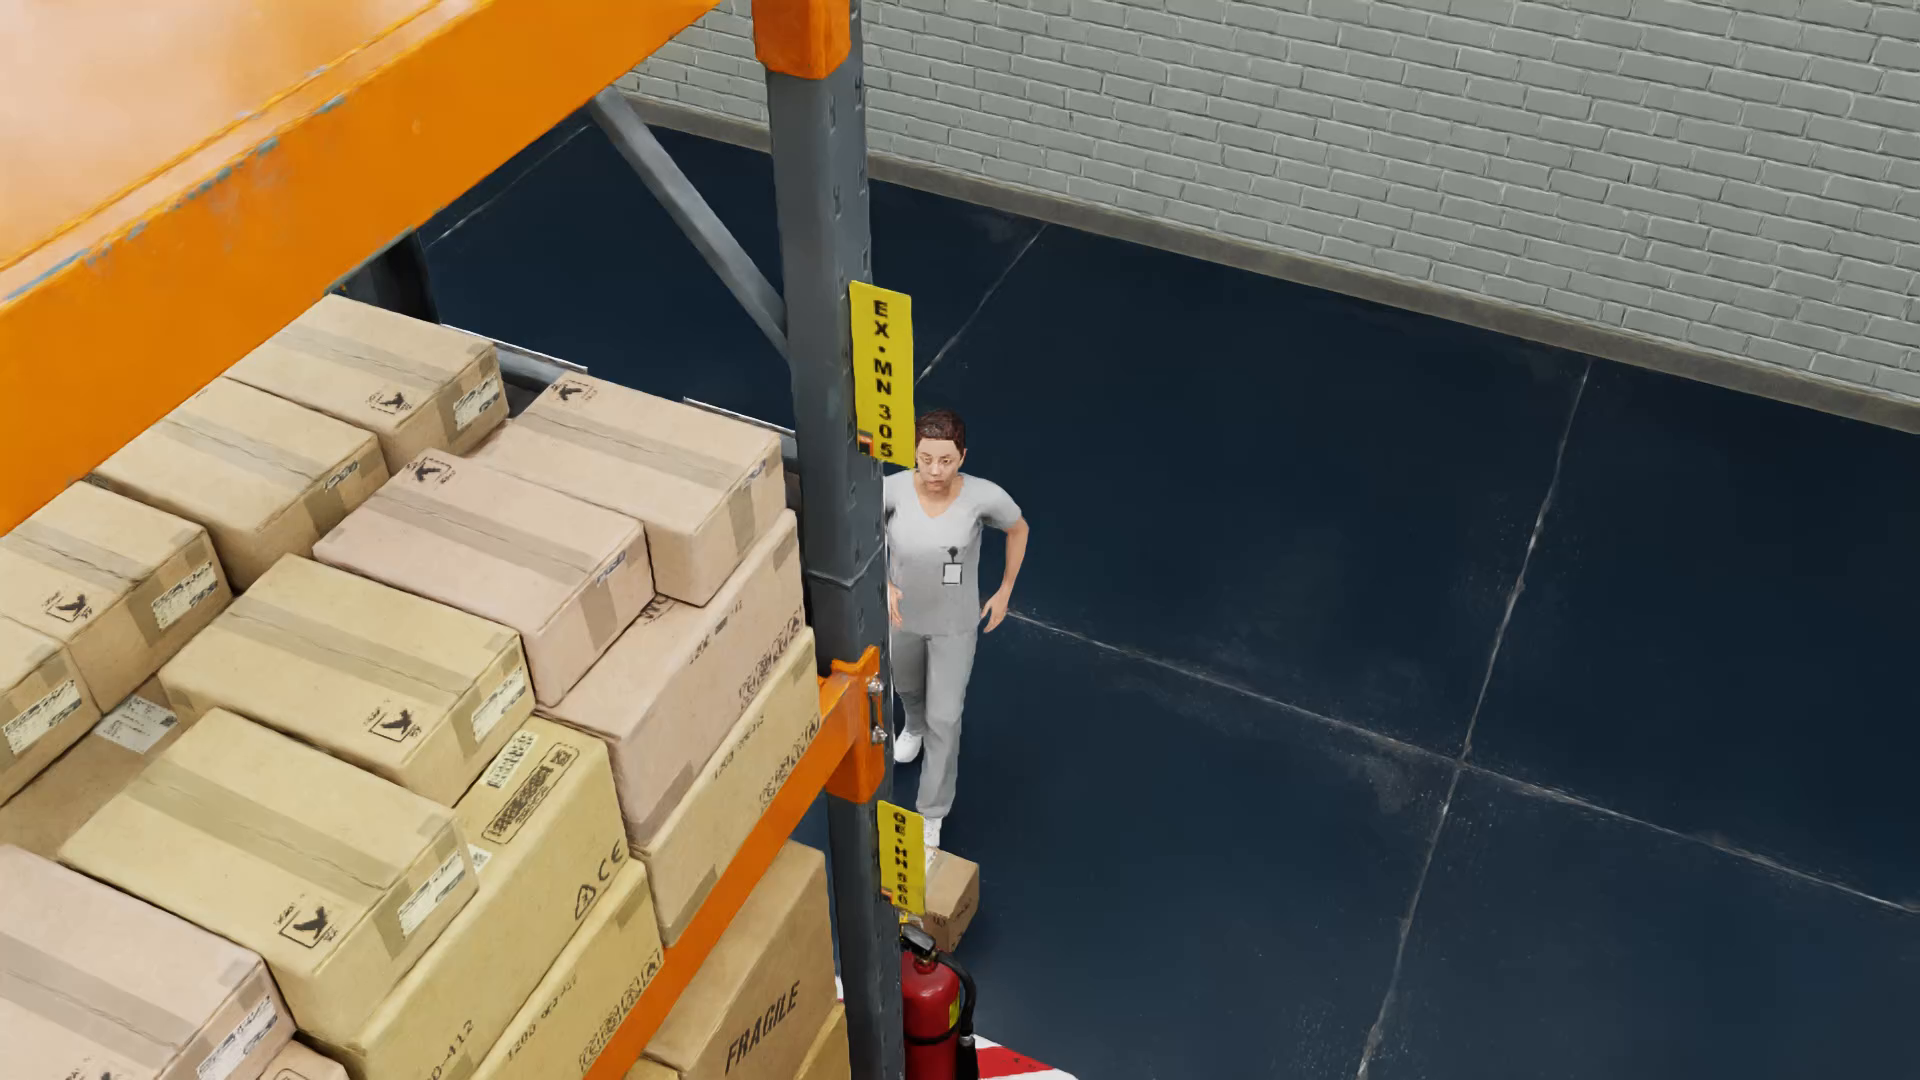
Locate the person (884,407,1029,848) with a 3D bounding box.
[{"bbox_3d":[-0.106,0.328,5.792,0.612,1.665,0.731,6,43,7],"label":"person"}]
